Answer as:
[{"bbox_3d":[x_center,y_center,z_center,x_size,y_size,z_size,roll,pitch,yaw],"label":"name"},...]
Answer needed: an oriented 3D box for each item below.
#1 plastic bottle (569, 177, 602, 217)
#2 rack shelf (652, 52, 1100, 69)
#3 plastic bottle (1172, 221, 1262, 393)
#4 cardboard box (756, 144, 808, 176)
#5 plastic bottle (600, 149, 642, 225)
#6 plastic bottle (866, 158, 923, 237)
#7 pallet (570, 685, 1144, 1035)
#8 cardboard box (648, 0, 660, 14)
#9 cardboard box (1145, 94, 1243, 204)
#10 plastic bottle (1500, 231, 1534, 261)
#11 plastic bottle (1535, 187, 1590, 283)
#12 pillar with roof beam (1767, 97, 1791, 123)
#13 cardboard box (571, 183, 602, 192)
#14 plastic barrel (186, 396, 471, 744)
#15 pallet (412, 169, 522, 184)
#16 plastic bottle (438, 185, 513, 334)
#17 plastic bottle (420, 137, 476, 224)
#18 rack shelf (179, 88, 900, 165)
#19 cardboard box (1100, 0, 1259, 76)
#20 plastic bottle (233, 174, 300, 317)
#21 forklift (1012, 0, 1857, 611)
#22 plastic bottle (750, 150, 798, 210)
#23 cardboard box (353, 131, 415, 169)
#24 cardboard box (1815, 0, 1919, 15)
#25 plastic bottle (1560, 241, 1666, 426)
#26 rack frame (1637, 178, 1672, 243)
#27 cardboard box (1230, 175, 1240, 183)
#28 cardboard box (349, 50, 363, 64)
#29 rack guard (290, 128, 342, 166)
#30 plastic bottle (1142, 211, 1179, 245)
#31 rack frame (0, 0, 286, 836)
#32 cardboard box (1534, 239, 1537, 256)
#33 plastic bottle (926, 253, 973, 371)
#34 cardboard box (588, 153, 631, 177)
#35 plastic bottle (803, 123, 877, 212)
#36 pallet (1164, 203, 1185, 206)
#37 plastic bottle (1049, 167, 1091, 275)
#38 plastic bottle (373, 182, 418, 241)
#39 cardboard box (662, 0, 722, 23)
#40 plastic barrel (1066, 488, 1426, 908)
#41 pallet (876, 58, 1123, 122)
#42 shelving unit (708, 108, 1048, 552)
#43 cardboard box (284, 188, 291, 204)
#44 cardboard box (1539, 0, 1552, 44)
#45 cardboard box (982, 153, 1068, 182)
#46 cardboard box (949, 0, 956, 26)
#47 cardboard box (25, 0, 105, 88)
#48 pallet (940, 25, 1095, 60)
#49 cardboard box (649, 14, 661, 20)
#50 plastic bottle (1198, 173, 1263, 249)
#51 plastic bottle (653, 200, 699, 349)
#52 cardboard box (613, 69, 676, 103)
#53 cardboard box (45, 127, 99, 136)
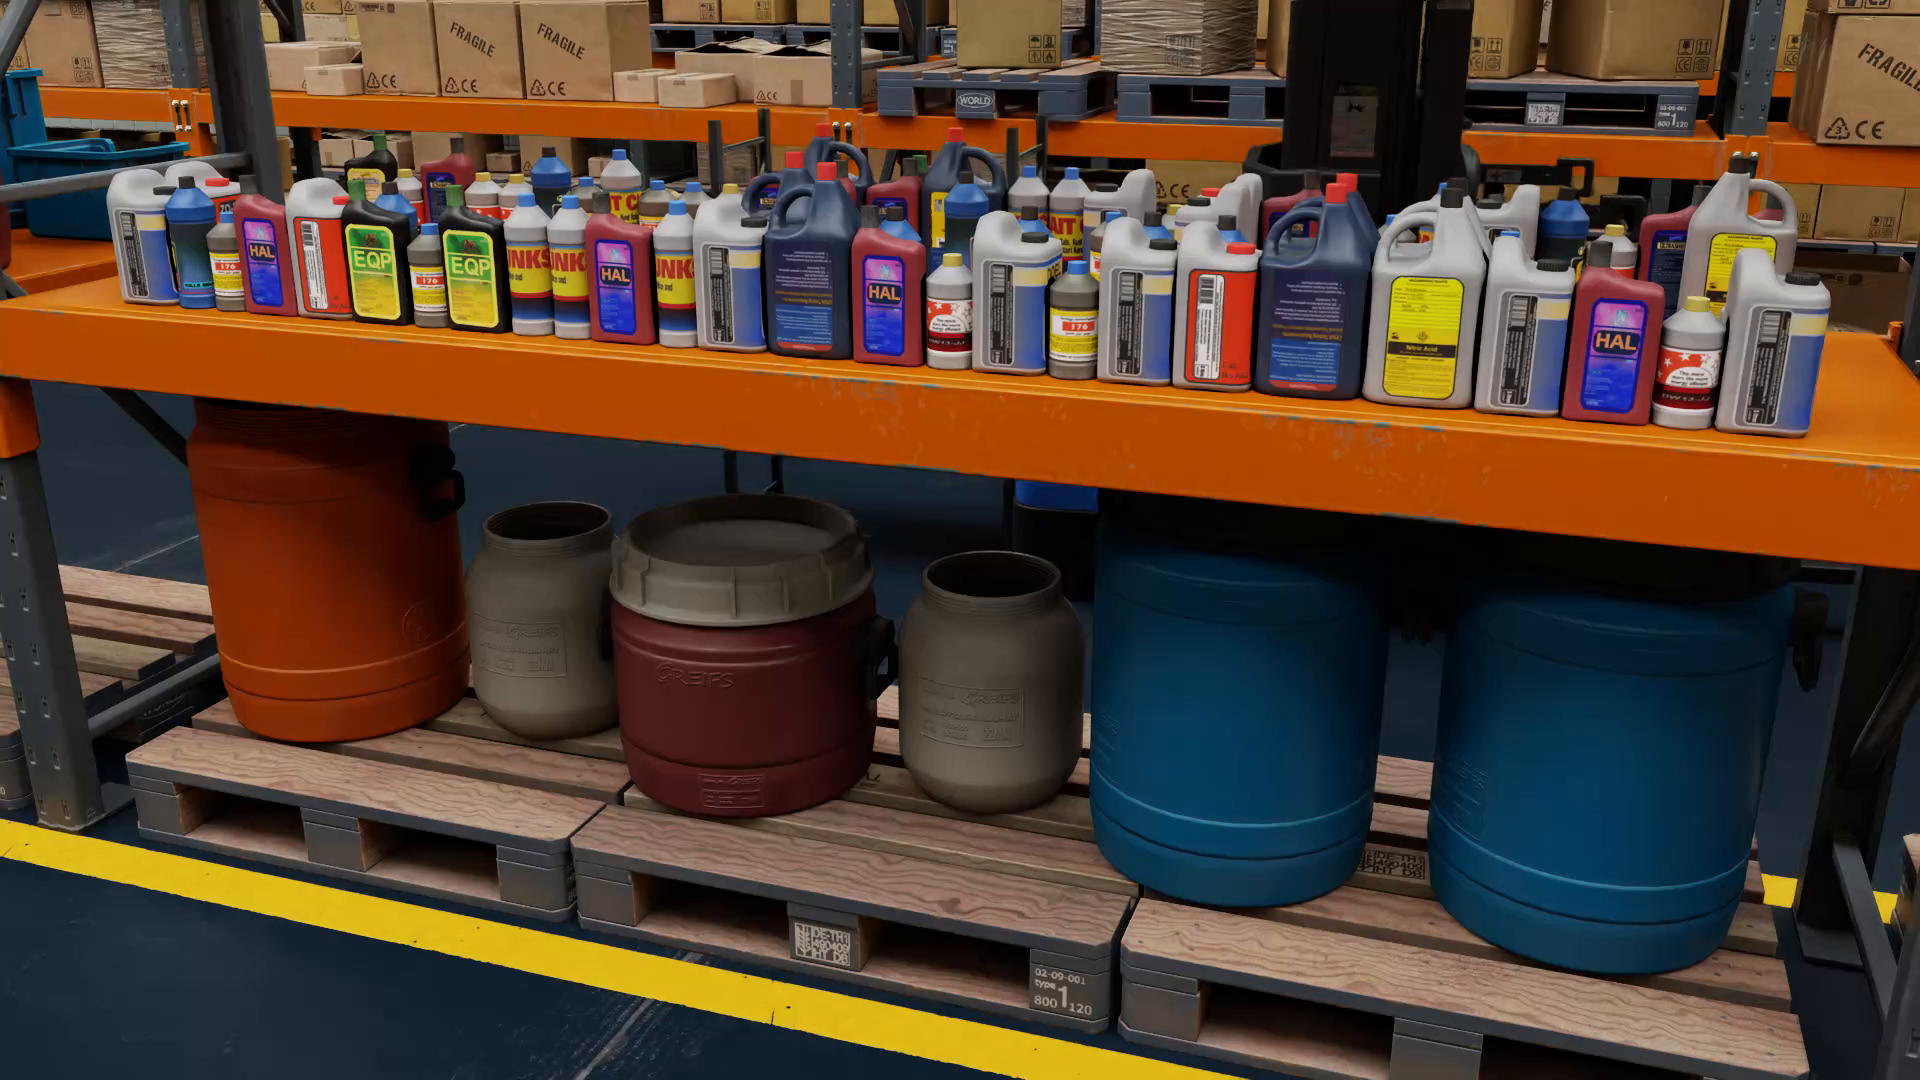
[{"bbox_3d":[-0.908,-0.783,4.068,0.097,0.201,0.097,0,19,0],"label":"plastic bottle"},{"bbox_3d":[-0.665,-3.819,13.569,4.000,0.370,1.077,7,20,18],"label":"rack shelf"},{"bbox_3d":[0.451,-0.408,2.878,0.135,0.276,0.152,7,20,18],"label":"plastic bottle"},{"bbox_3d":[-1.349,-3.288,14.081,0.500,0.500,0.700,6,20,17],"label":"cardboard box"},{"bbox_3d":[-0.816,-0.806,4.026,0.097,0.271,0.097,0,19,0],"label":"plastic bottle"},{"bbox_3d":[-0.145,-0.720,3.761,0.133,0.283,0.061,7,20,18],"label":"plastic bottle"},{"bbox_3d":[-0.120,0.659,3.866,1.213,0.211,1.003,7,20,18],"label":"pallet"},{"bbox_3d":[-2.930,-4.784,14.300,0.500,0.500,0.500,6,20,17],"label":"cardboard box"},{"bbox_3d":[1.876,-3.006,12.771,0.750,0.750,0.750,6,20,17],"label":"cardboard box"},{"bbox_3d":[1.070,-0.504,3.267,0.097,0.201,0.097,0,19,0],"label":"plastic bottle"},{"bbox_3d":[1.212,-0.574,3.361,0.097,0.271,0.097,0,19,0],"label":"plastic bottle"},{"bbox_3d":[4.535,-5.199,7.319,0.400,9.000,9.100,7,20,18],"label":"pillar with roof beam"},{"bbox_3d":[-2.262,-1.880,9.601,0.500,0.311,0.500,6,20,17],"label":"cardboard box"},{"bbox_3d":[-1.560,0.011,4.146,0.708,0.830,0.600,7,20,18],"label":"plastic barrel"},{"bbox_3d":[-4.357,-3.251,15.082,1.213,0.211,1.003,7,20,18],"label":"pallet"},{"bbox_3d":[-0.958,-0.557,3.294,0.133,0.283,0.061,7,20,18],"label":"plastic bottle"},{"bbox_3d":[-1.287,-0.872,4.197,0.133,0.283,0.061,7,20,18],"label":"plastic bottle"},{"bbox_3d":[-2.287,-2.279,9.149,4.000,0.370,1.077,7,20,18],"label":"rack shelf"},{"bbox_3d":[1.035,-2.457,7.777,0.500,0.500,0.700,11,22,28],"label":"cardboard box"},{"bbox_3d":[-1.429,-0.611,3.448,0.133,0.283,0.061,7,20,18],"label":"plastic bottle"},{"bbox_3d":[1.745,-1.263,5.247,3.031,2.935,1.130,4,20,11],"label":"forklift"},{"bbox_3d":[-0.425,-0.773,3.914,0.133,0.283,0.061,7,20,18],"label":"plastic bottle"},{"bbox_3d":[-5.170,-3.581,15.209,0.500,0.311,0.500,8,21,23],"label":"cardboard box"},{"bbox_3d":[3.733,-2.351,6.594,0.500,0.500,0.500,7,20,19],"label":"cardboard box"},{"bbox_3d":[1.039,-0.328,2.639,0.133,0.283,0.061,7,20,18],"label":"plastic bottle"},{"bbox_3d":[5.002,-3.511,11.591,0.127,3.000,1.000,7,20,18],"label":"rack frame"},{"bbox_3d":[1.585,-1.642,8.219,0.500,0.250,0.500,6,20,17],"label":"cardboard box"},{"bbox_3d":[-3.286,-2.733,9.564,0.258,0.266,0.396,6,20,17],"label":"cardboard box"},{"bbox_3d":[-6.261,-3.619,15.698,0.348,0.500,1.175,7,20,18],"label":"rack guard"},{"bbox_3d":[0.348,-0.461,3.038,0.097,0.271,0.097,0,19,0],"label":"plastic bottle"},{"bbox_3d":[-2.027,-0.863,3.994,0.127,3.000,1.000,7,20,18],"label":"rack frame"},{"bbox_3d":[2.496,-1.180,8.033,0.500,0.500,0.500,7,20,19],"label":"cardboard box"},{"bbox_3d":[-0.013,-0.416,3.016,0.097,0.201,0.097,0,19,0],"label":"plastic bottle"},{"bbox_3d":[-3.070,-3.293,14.603,0.250,0.166,0.380,4,20,11],"label":"cardboard box"},{"bbox_3d":[-0.289,-0.775,3.817,0.185,0.351,0.144,7,20,18],"label":"plastic bottle"},{"bbox_3d":[1.944,-2.518,12.978,1.213,0.211,1.003,7,20,18],"label":"pallet"},{"bbox_3d":[0.245,-0.684,3.678,0.097,0.271,0.097,0,19,0],"label":"plastic bottle"},{"bbox_3d":[-1.167,-0.603,3.443,0.097,0.271,0.097,0,19,0],"label":"plastic bottle"},{"bbox_3d":[-2.085,-4.565,13.794,0.500,0.500,0.700,7,20,18],"label":"cardboard box"},{"bbox_3d":[0.574,0.221,3.434,0.708,0.901,0.600,7,20,18],"label":"plastic barrel"},{"bbox_3d":[0.265,-2.260,8.295,1.003,0.211,1.213,7,20,18],"label":"pallet"},{"bbox_3d":[-0.267,-0.718,5.857,1.048,1.500,0.538,5,20,14],"label":"shelving unit"},{"bbox_3d":[-3.868,-1.877,9.592,0.500,0.311,0.500,7,20,18],"label":"cardboard box"},{"bbox_3d":[3.998,-3.732,11.590,0.500,0.500,0.500,7,20,19],"label":"cardboard box"},{"bbox_3d":[0.527,-3.032,13.347,0.500,0.500,0.700,7,20,19],"label":"cardboard box"},{"bbox_3d":[0.240,-4.298,13.028,0.500,0.500,0.700,5,20,13],"label":"cardboard box"},{"bbox_3d":[-5.098,-2.983,9.924,0.500,0.500,0.700,6,20,17],"label":"cardboard box"},{"bbox_3d":[0.516,-3.896,12.988,1.003,0.211,1.213,7,20,18],"label":"pallet"},{"bbox_3d":[-2.928,-4.431,14.429,0.500,0.250,0.500,7,20,19],"label":"cardboard box"},{"bbox_3d":[0.564,-0.641,3.545,0.135,0.276,0.152,7,20,18],"label":"plastic bottle"},{"bbox_3d":[-0.533,-0.509,3.175,0.097,0.271,0.097,0,19,0],"label":"plastic bottle"},{"bbox_3d":[-1.621,-2.404,8.797,0.250,0.149,0.380,8,21,22],"label":"cardboard box"},{"bbox_3d":[-5.930,-2.397,10.797,0.500,0.500,0.500,7,20,18],"label":"cardboard box"}]
